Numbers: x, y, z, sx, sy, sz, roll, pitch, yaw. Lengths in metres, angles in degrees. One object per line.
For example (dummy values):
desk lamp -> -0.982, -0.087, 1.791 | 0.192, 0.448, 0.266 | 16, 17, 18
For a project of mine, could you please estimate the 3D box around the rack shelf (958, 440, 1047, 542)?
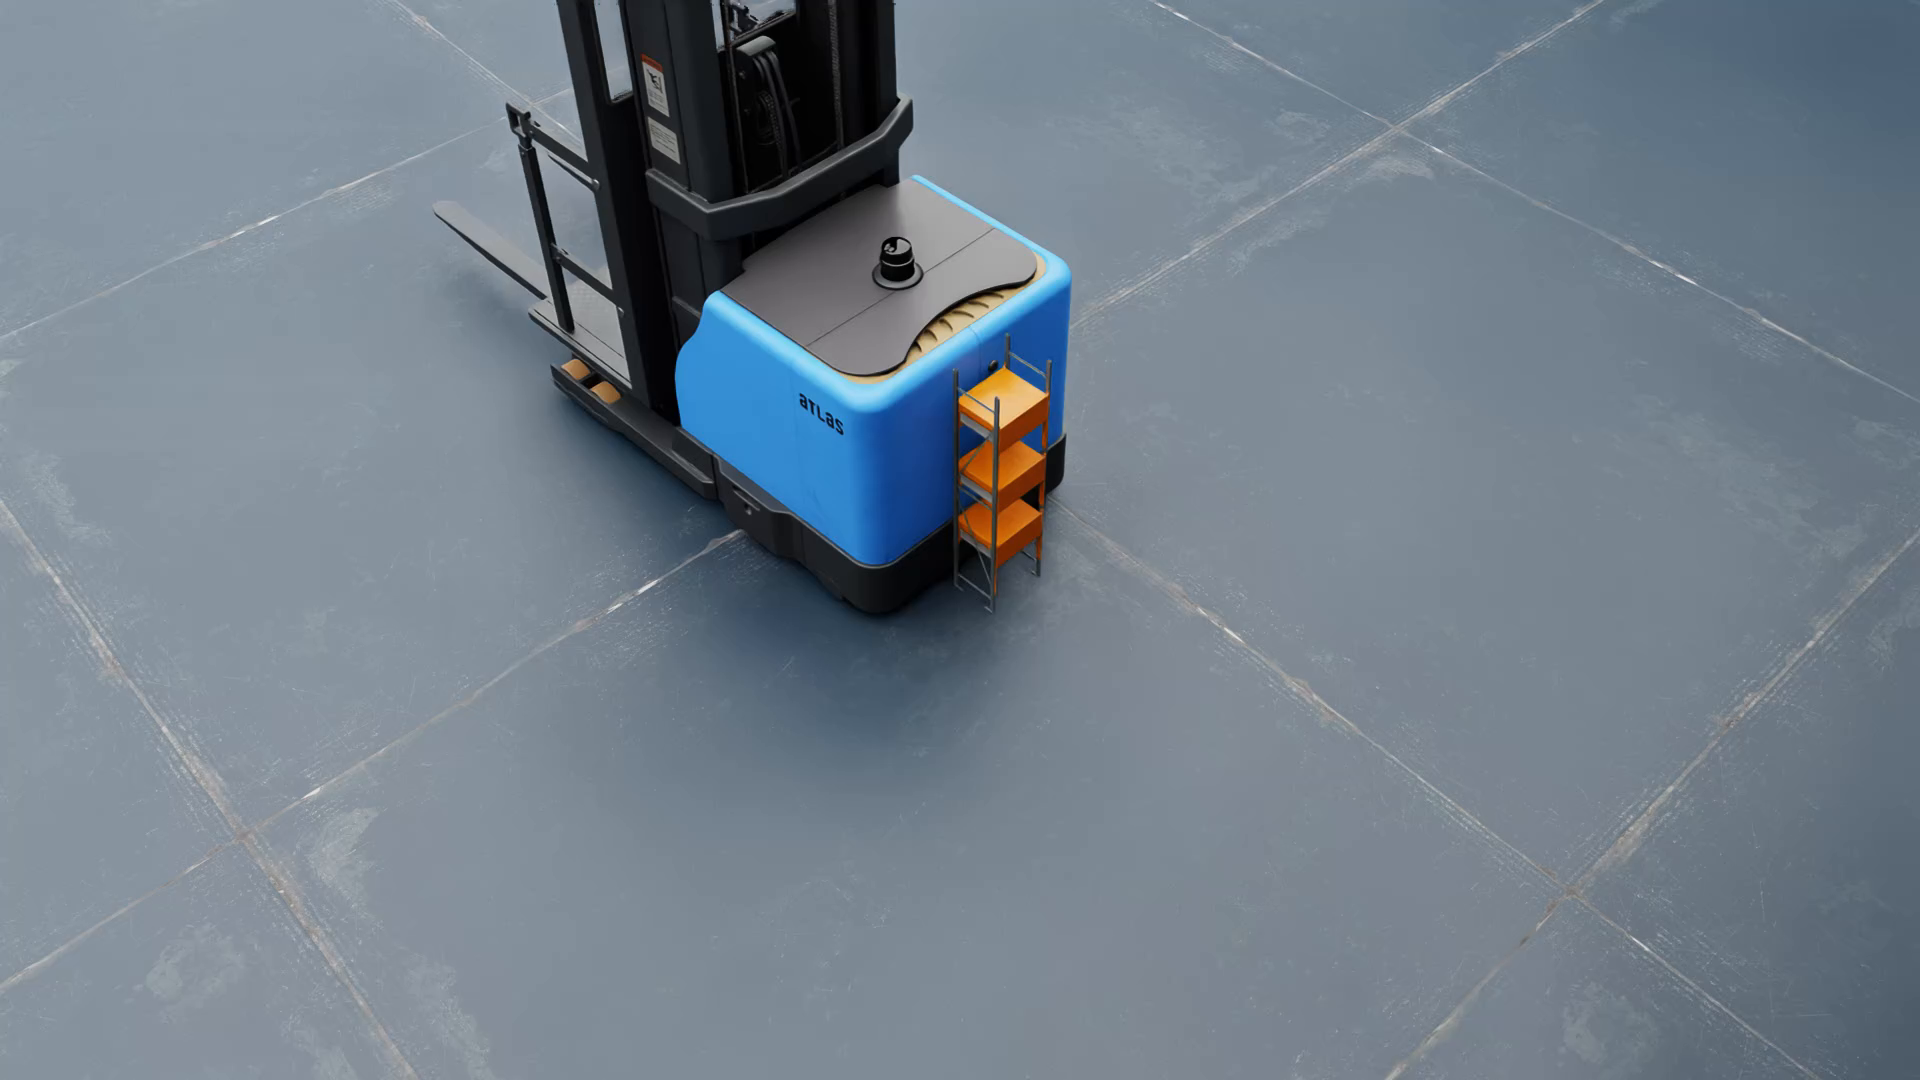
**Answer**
rack shelf -> 0.136, -0.198, 5.732 | 0.215, 0.259, 0.240 | 36, 57, 28

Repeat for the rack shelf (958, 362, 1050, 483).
rack shelf -> 0.136, -0.390, 5.523 | 0.215, 0.259, 0.240 | 36, 57, 28

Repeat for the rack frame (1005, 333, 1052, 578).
rack frame -> 0.222, -0.269, 5.783 | 0.200, 1.050, 0.008 | 36, 57, 28

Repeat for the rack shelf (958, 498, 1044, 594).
rack shelf -> 0.136, -0.009, 5.937 | 0.215, 0.259, 0.240 | 36, 57, 28

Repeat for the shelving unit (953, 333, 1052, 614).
shelving unit -> 0.136, -0.205, 5.724 | 0.215, 1.050, 0.252 | 36, 57, 28

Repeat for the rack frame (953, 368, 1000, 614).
rack frame -> 0.051, -0.141, 5.665 | 0.200, 1.050, 0.008 | 36, 57, 28

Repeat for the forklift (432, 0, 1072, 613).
forklift -> -1.006, -1.706, 5.830 | 3.031, 2.935, 1.130 | 36, 57, 28
